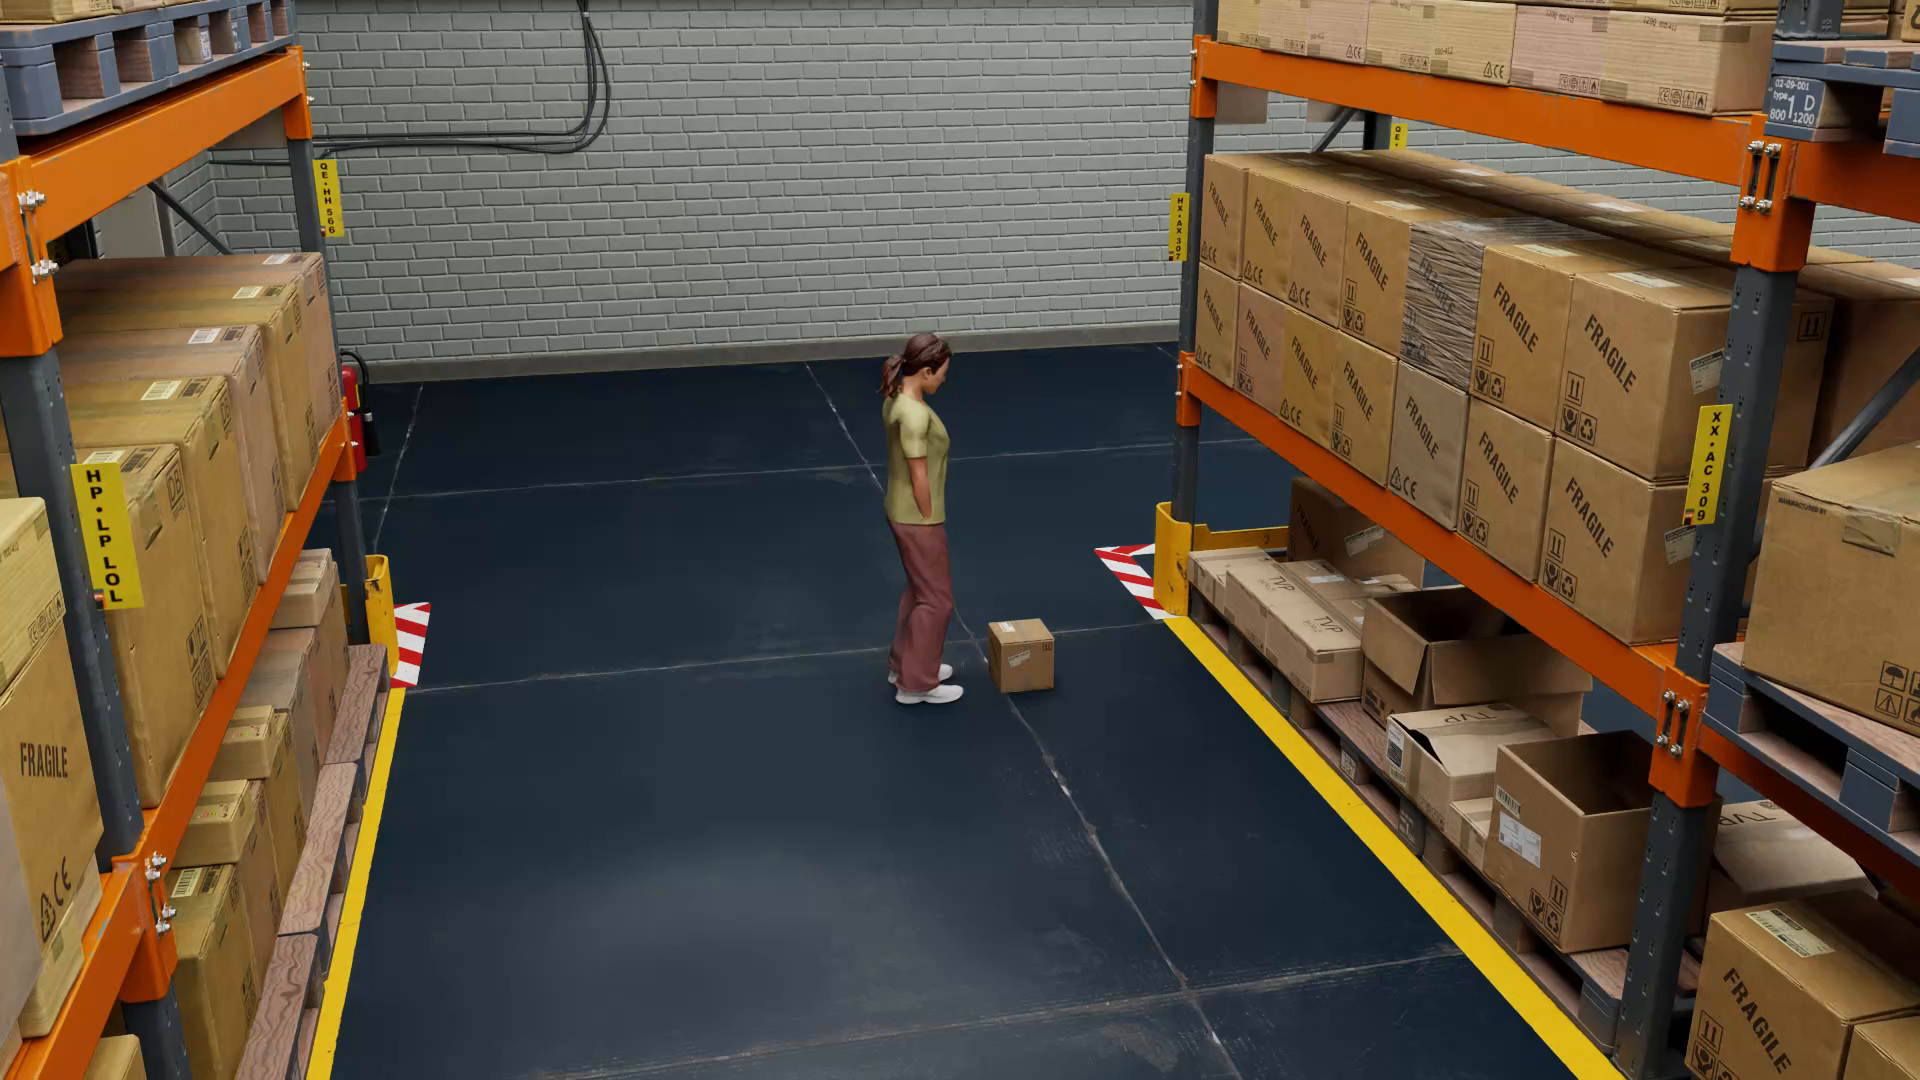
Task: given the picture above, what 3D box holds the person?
[{"bbox_3d":[-0.190,-0.099,7.374,0.359,1.665,0.452,-4,20,-11],"label":"person"}]
